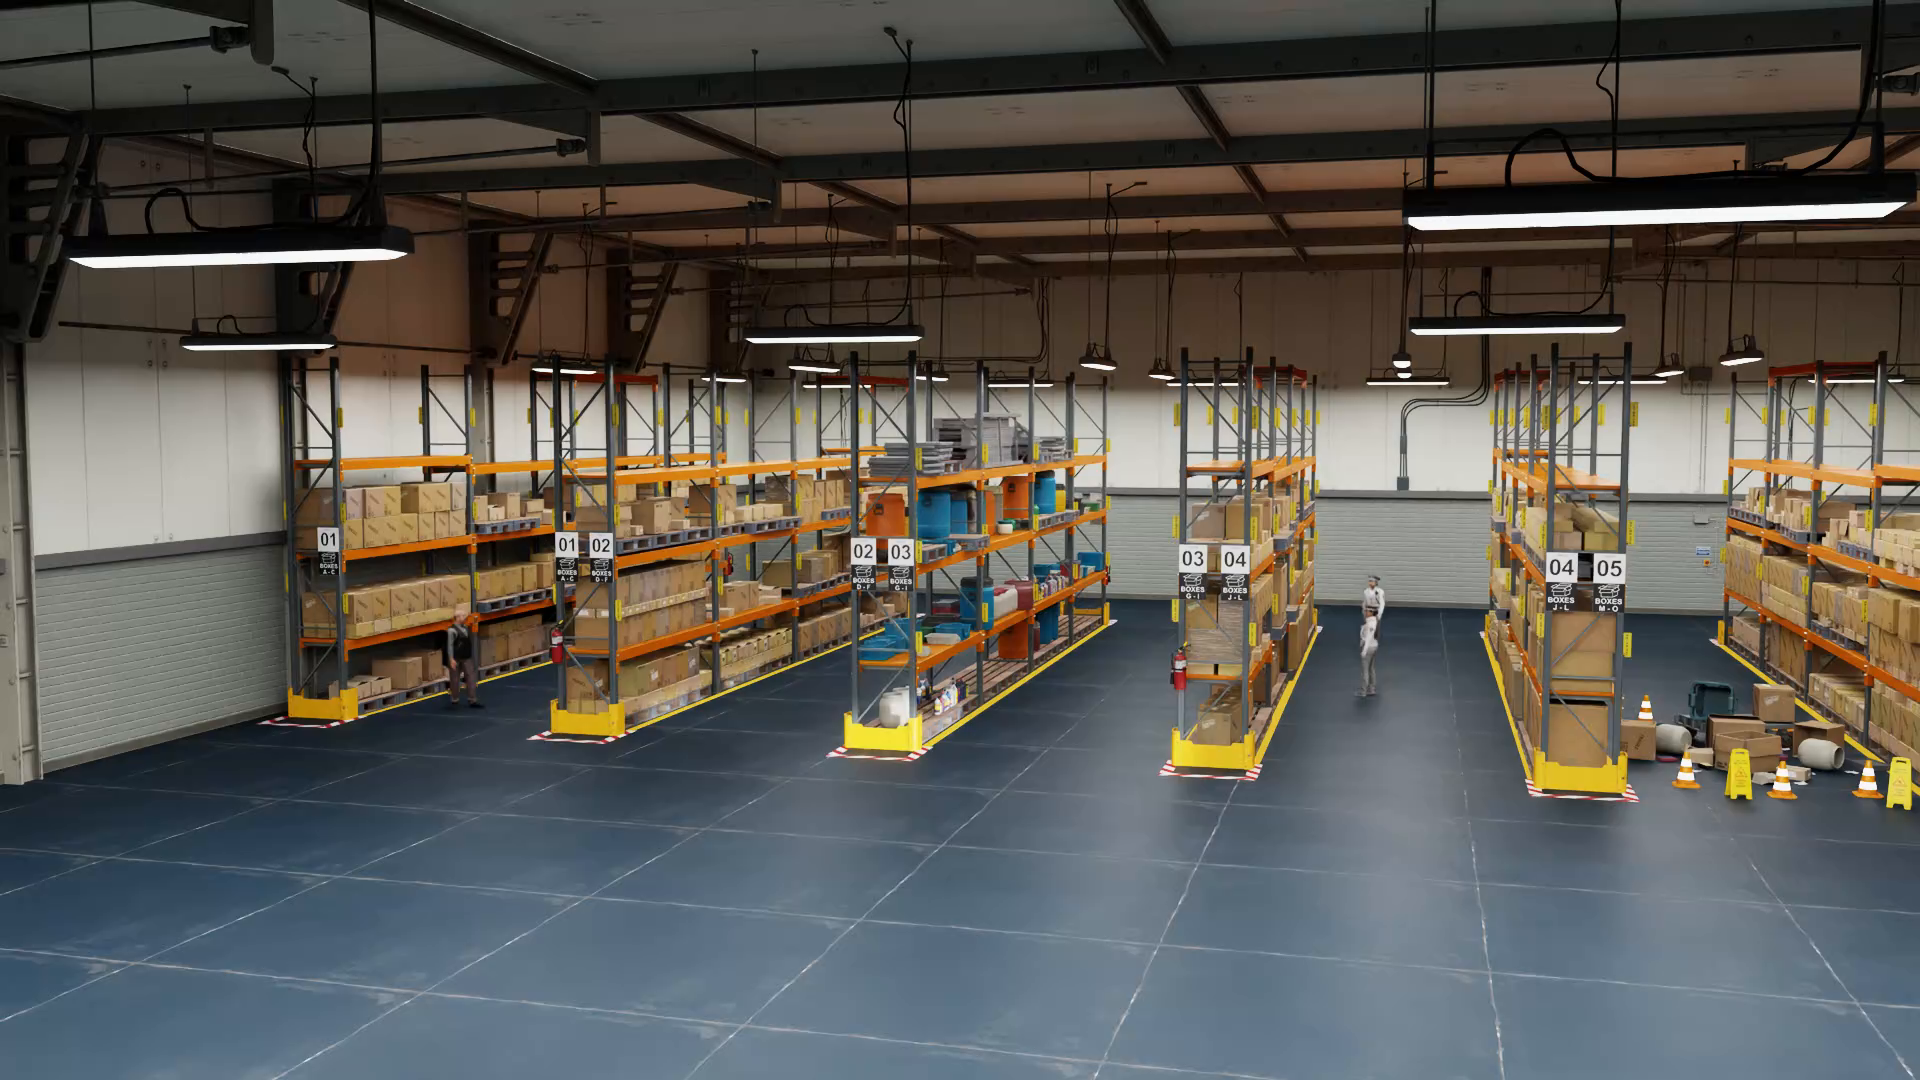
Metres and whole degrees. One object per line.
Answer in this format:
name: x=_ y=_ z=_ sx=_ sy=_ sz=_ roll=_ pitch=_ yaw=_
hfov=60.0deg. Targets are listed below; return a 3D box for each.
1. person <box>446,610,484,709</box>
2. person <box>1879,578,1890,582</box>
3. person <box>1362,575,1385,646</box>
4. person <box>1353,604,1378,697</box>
person: x=-8.594 y=2.056 z=28.615 sx=0.576 sy=1.710 sz=0.584 roll=4 pitch=5 yaw=40
person: x=20.863 y=1.412 z=37.593 sx=0.845 sy=1.629 sz=0.470 roll=1 pitch=4 yaw=9
person: x=8.861 y=1.562 z=35.637 sx=0.451 sy=1.638 sz=0.956 roll=1 pitch=4 yaw=10
person: x=7.304 y=1.978 z=29.903 sx=0.406 sy=1.675 sz=0.536 roll=2 pitch=5 yaw=26
